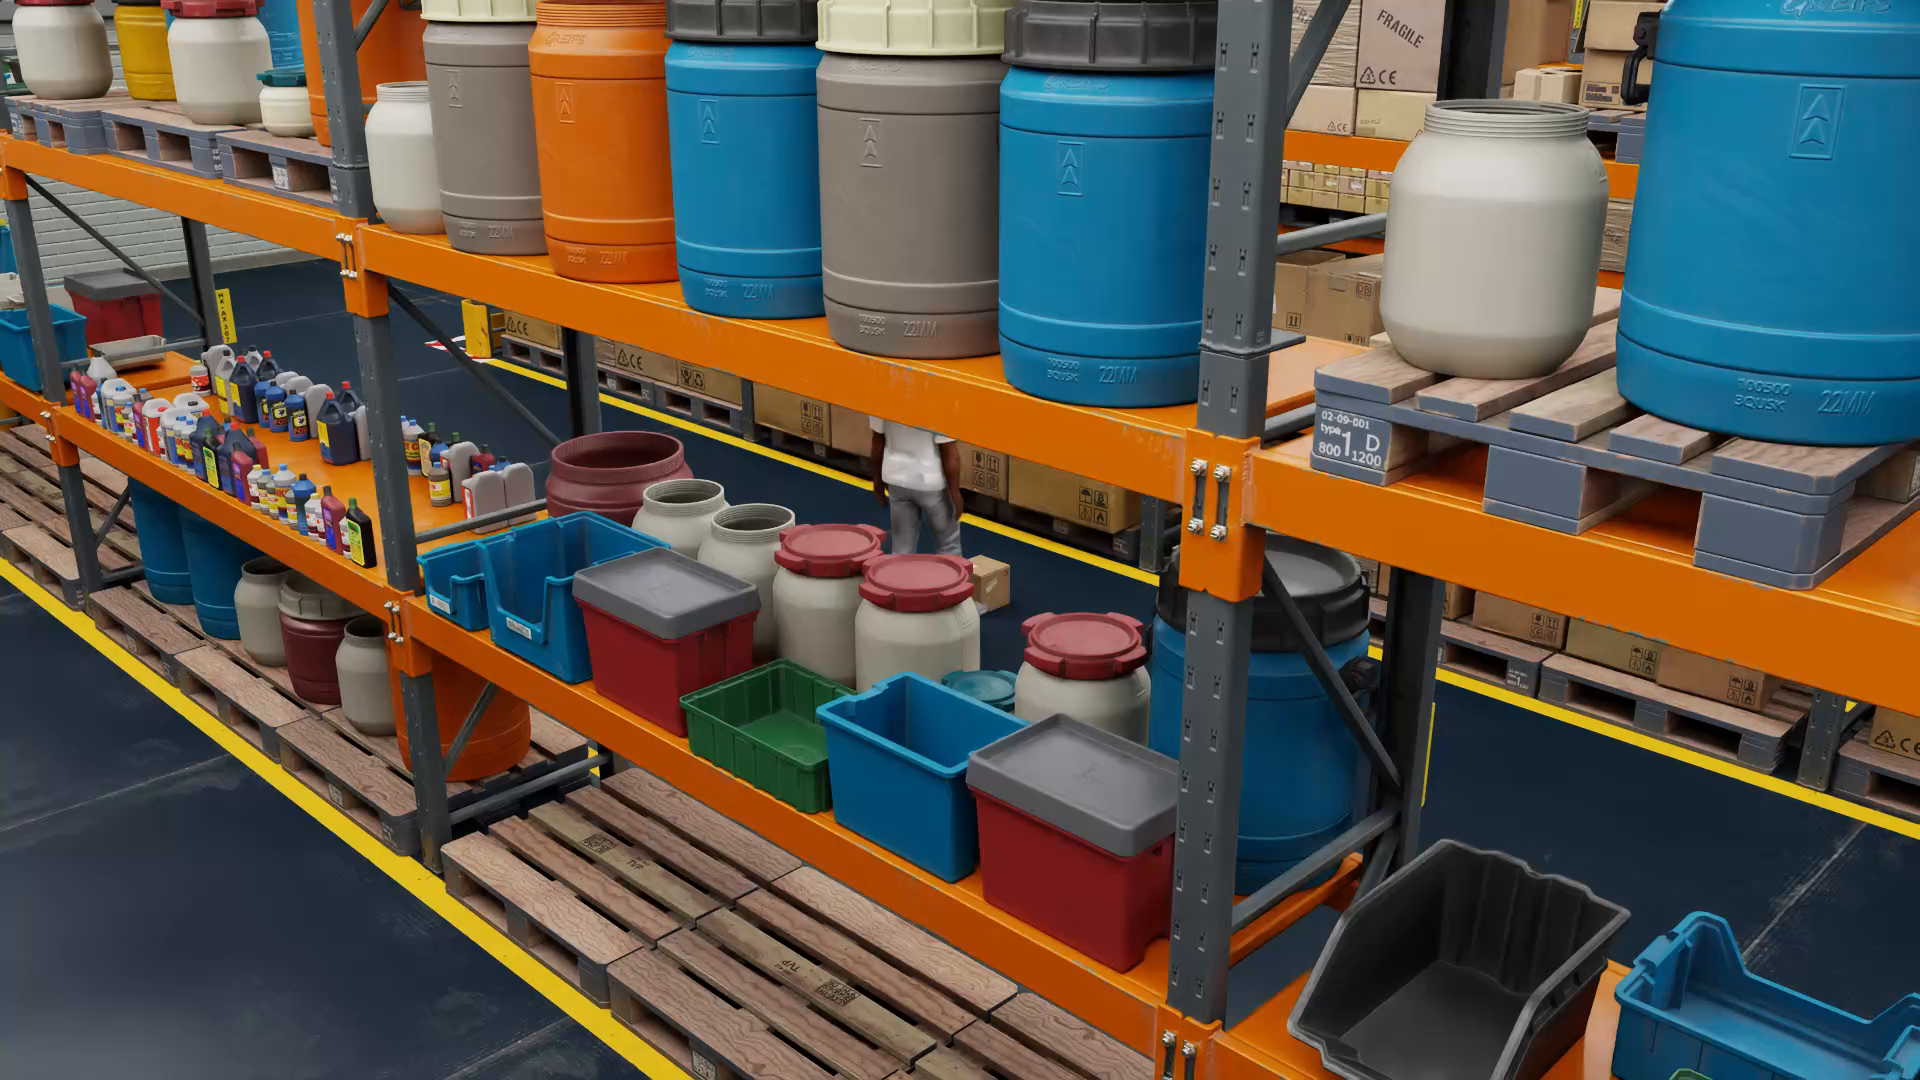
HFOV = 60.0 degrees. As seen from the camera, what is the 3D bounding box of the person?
[{"bbox_3d":[-0.176,-0.364,9.486,0.596,1.760,0.620,10,23,26],"label":"person"}]
